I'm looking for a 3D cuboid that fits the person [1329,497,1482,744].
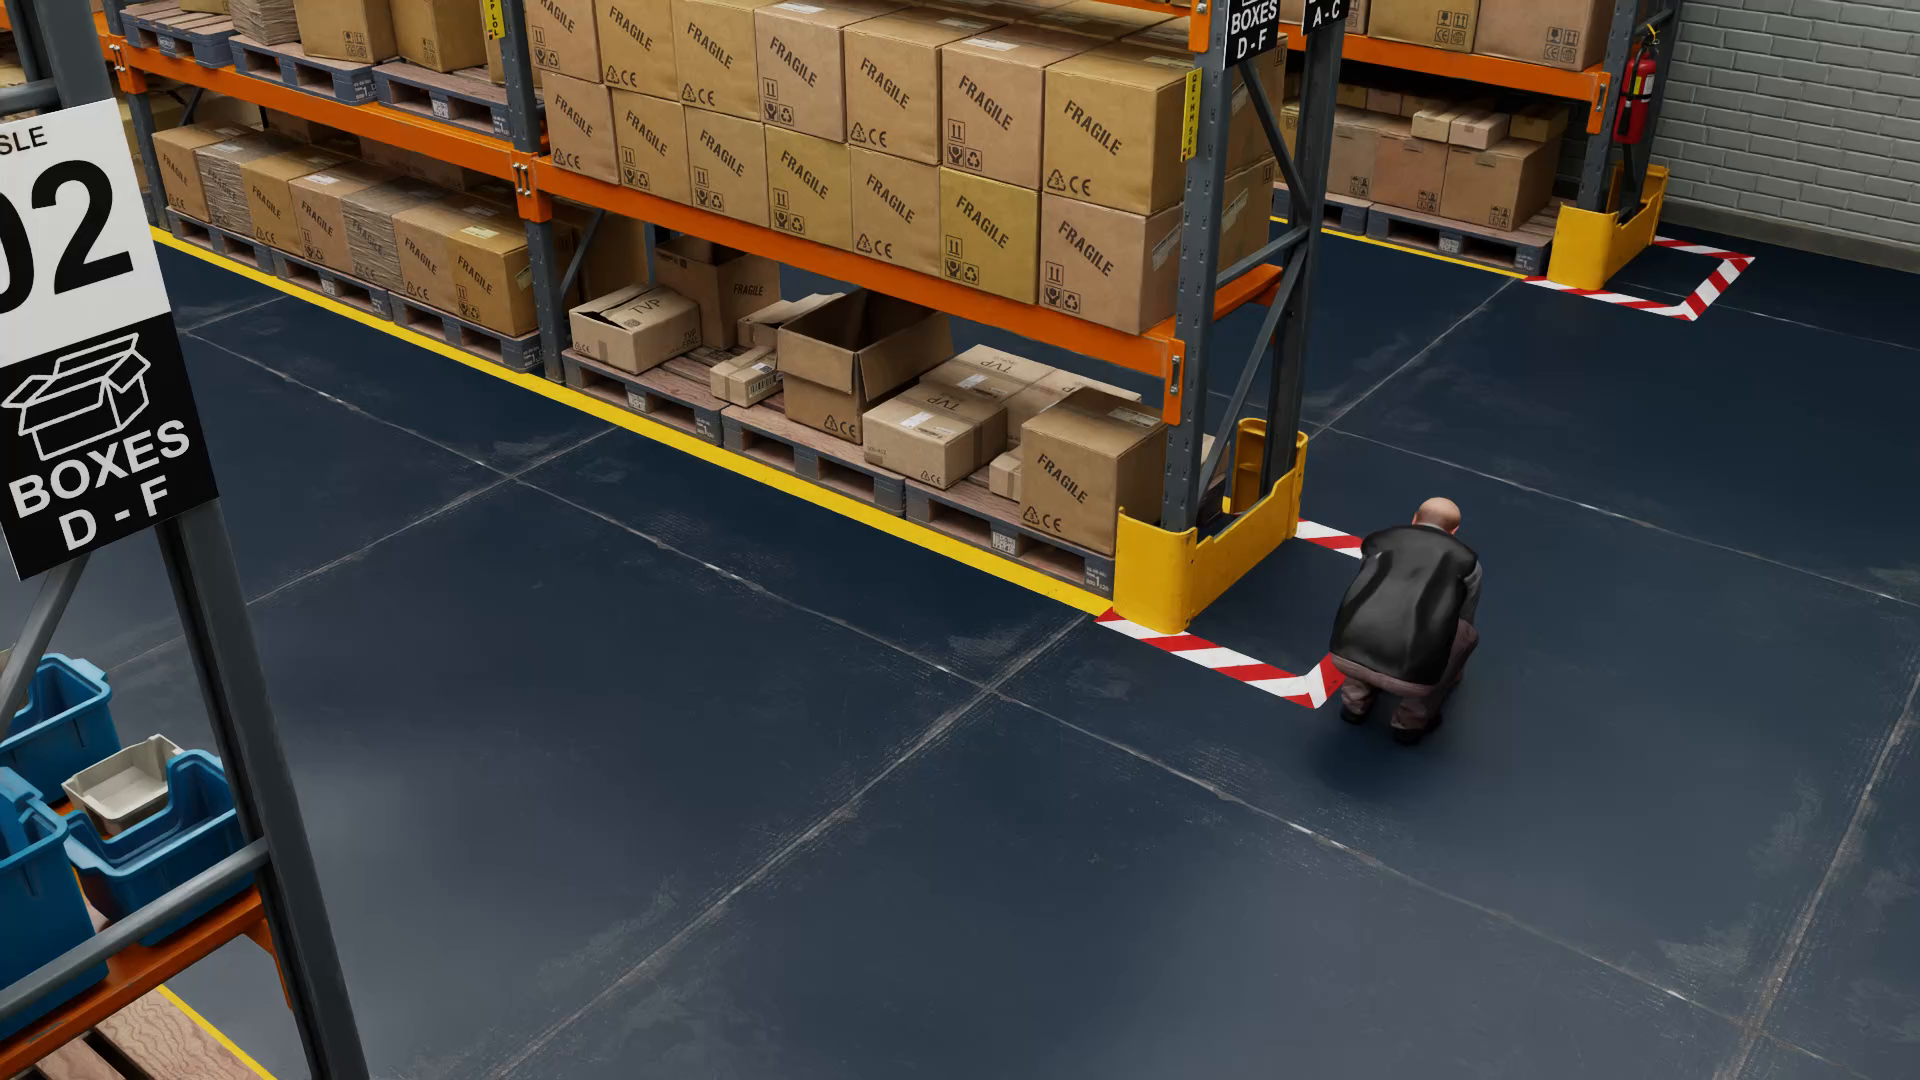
[{"bbox_3d":[1.761,0.369,6.565,0.515,0.842,0.905,19,36,29],"label":"person"}]
